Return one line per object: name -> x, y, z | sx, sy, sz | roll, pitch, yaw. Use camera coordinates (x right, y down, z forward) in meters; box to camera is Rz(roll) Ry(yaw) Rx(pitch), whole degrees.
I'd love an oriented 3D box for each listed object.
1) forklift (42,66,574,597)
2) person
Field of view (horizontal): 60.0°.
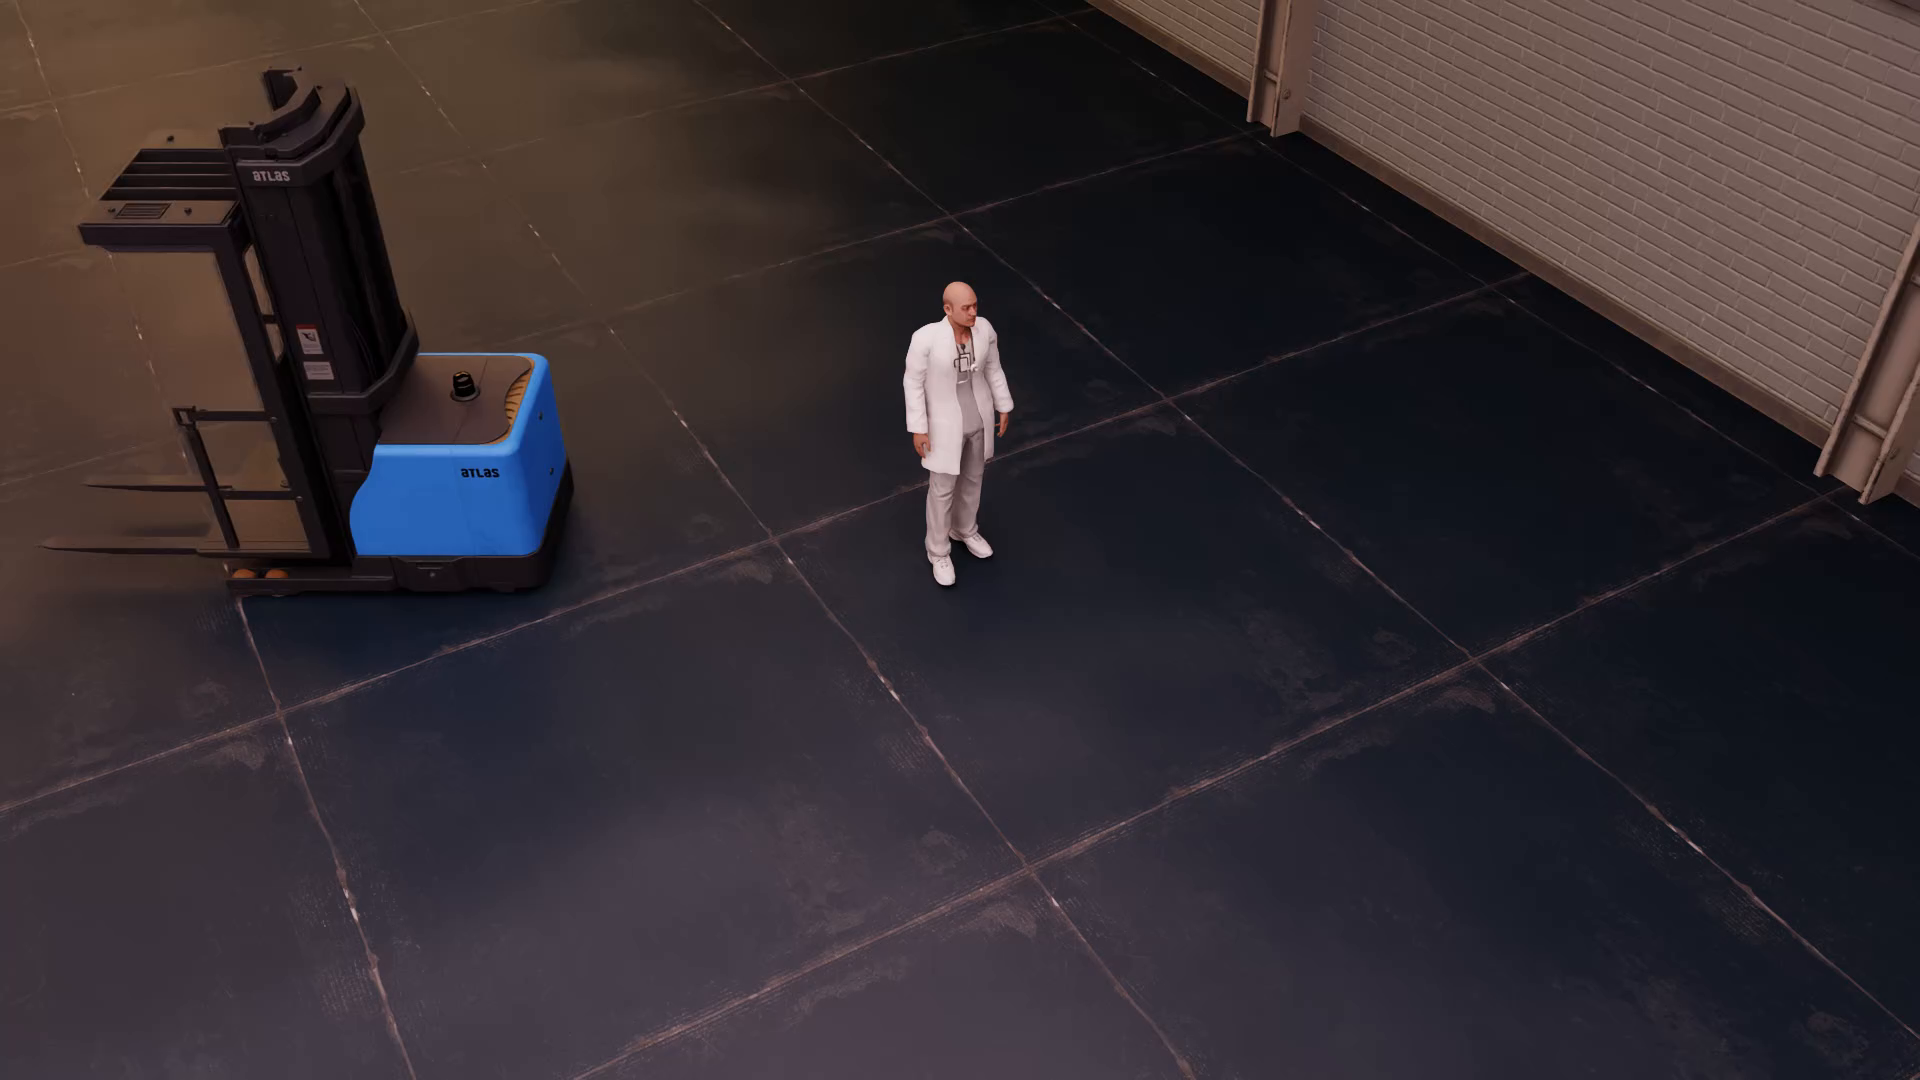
forklift -> -3.977, -1.128, 9.396 | 3.031, 2.935, 1.130 | 0, 40, 0
person -> 0.043, -0.638, 9.697 | 0.698, 1.778, 0.578 | -20, 44, -23
